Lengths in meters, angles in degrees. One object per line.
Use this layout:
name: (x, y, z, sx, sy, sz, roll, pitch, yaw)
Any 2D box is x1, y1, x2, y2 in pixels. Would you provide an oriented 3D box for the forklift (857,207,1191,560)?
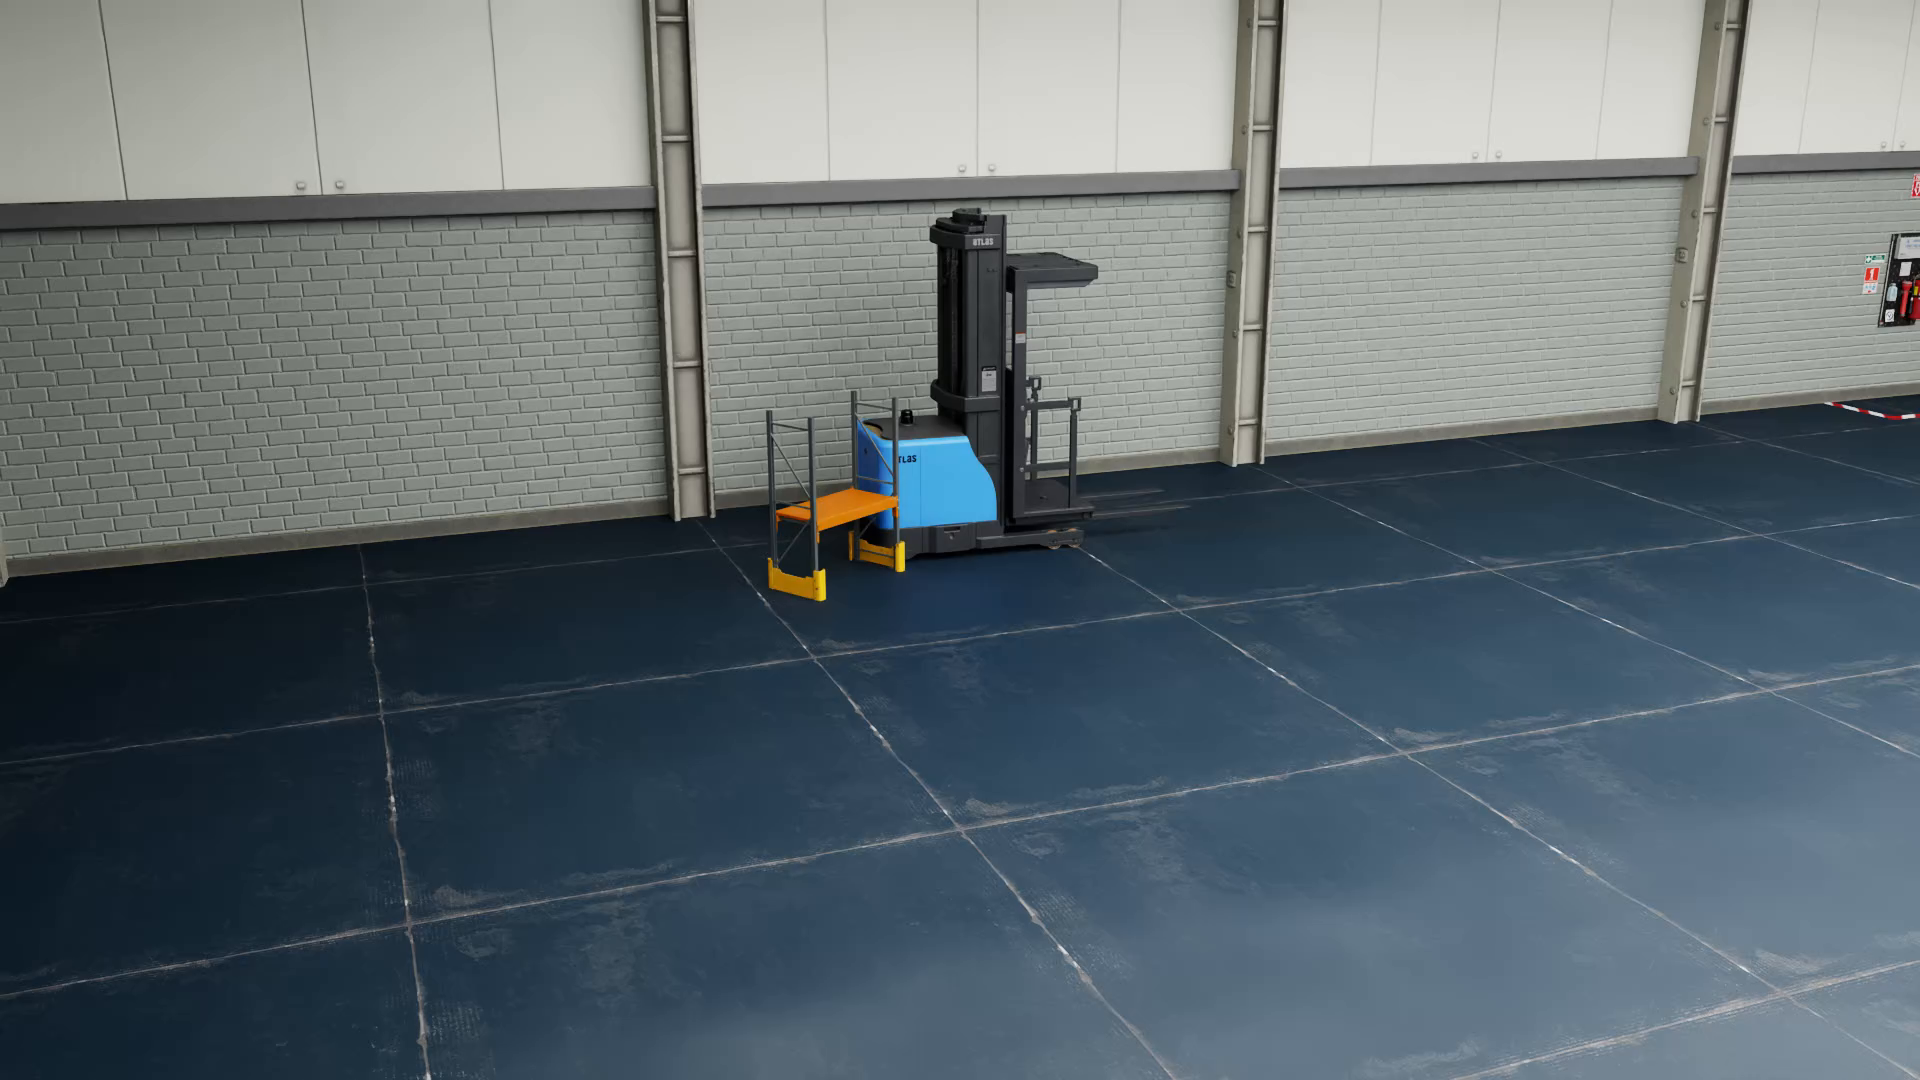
forklift: (0.595, -1.460, 14.869, 3.031, 2.935, 1.130, -5, 17, -17)

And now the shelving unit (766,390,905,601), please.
shelving unit: (-1.028, -0.394, 13.777, 0.587, 1.500, 1.083, 12, 20, 36)

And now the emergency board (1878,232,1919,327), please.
emergency board: (11.922, -3.253, 20.852, 0.643, 1.169, 0.194, -6, 17, -20)

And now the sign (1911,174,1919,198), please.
sign: (11.879, -4.391, 20.612, 0.199, 0.298, 0.001, -6, 17, -20)

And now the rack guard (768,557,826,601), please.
rack guard: (-1.335, 0.316, 13.578, 0.587, 0.250, 0.087, 12, 20, 36)

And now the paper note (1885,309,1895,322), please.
paper note: (11.732, -2.831, 20.977, 0.142, 0.148, 0.016, -6, 17, -20)

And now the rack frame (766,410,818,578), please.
rack frame: (-1.347, -0.279, 13.387, 0.500, 1.500, 0.032, 12, 20, 36)

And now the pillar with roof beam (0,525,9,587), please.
pillar with roof beam: (-6.627, -2.818, 8.724, 0.400, 9.000, 9.100, -6, 17, -20)

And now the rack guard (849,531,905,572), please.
rack guard: (-0.720, 0.096, 14.329, 0.587, 0.250, 0.087, 12, 20, 36)

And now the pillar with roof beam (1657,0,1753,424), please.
pillar with roof beam: (10.181, -4.633, 14.904, 0.400, 9.000, 9.100, -6, 17, -20)

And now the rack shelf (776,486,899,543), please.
rack shelf: (-1.033, -0.219, 13.821, 0.538, 0.185, 1.000, 12, 20, 36)

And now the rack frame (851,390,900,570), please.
rack frame: (-0.719, -0.504, 14.154, 0.500, 1.500, 0.032, 12, 20, 36)

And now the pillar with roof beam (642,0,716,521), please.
pillar with roof beam: (-1.024, -3.423, 10.784, 0.400, 9.000, 9.100, -6, 17, -20)

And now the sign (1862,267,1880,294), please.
sign: (11.369, -3.241, 20.749, 0.234, 0.329, 0.001, -6, 17, -20)

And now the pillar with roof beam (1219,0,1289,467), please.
pillar with roof beam: (4.578, -4.028, 12.844, 0.400, 9.000, 9.100, -6, 17, -20)

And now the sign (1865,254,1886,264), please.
sign: (11.376, -3.494, 20.668, 0.331, 0.109, 0.001, -6, 17, -20)
